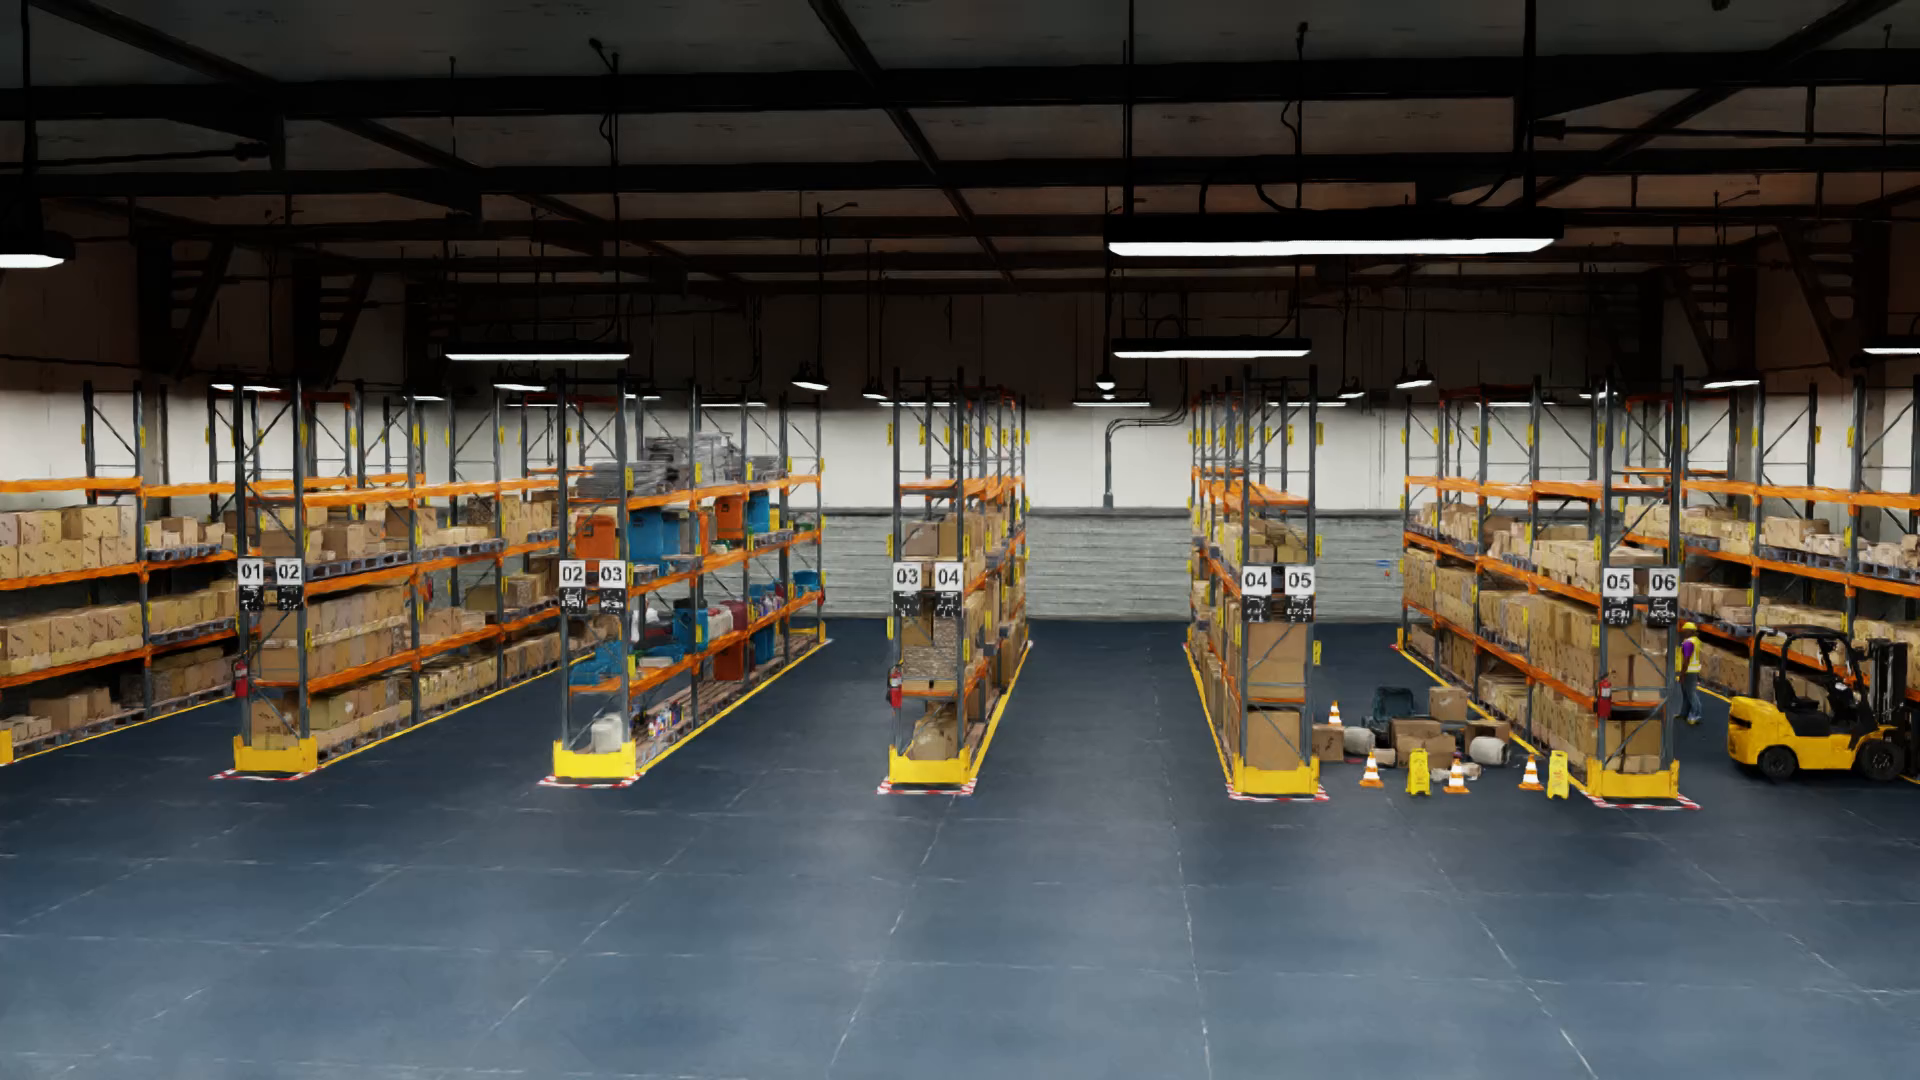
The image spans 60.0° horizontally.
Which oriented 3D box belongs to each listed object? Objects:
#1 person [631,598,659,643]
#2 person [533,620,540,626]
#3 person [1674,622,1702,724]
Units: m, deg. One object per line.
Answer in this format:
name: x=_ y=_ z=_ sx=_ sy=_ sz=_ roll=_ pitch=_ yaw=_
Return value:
person: x=-6.456 y=2.023 z=34.086 sx=0.598 sy=1.686 sz=1.194 roll=0 pitch=4 yaw=7
person: x=-10.668 y=1.570 z=41.585 sx=0.384 sy=1.678 sz=0.558 roll=1 pitch=4 yaw=23
person: x=12.701 y=2.301 z=29.052 sx=0.576 sy=1.764 sz=0.662 roll=2 pitch=4 yaw=33
